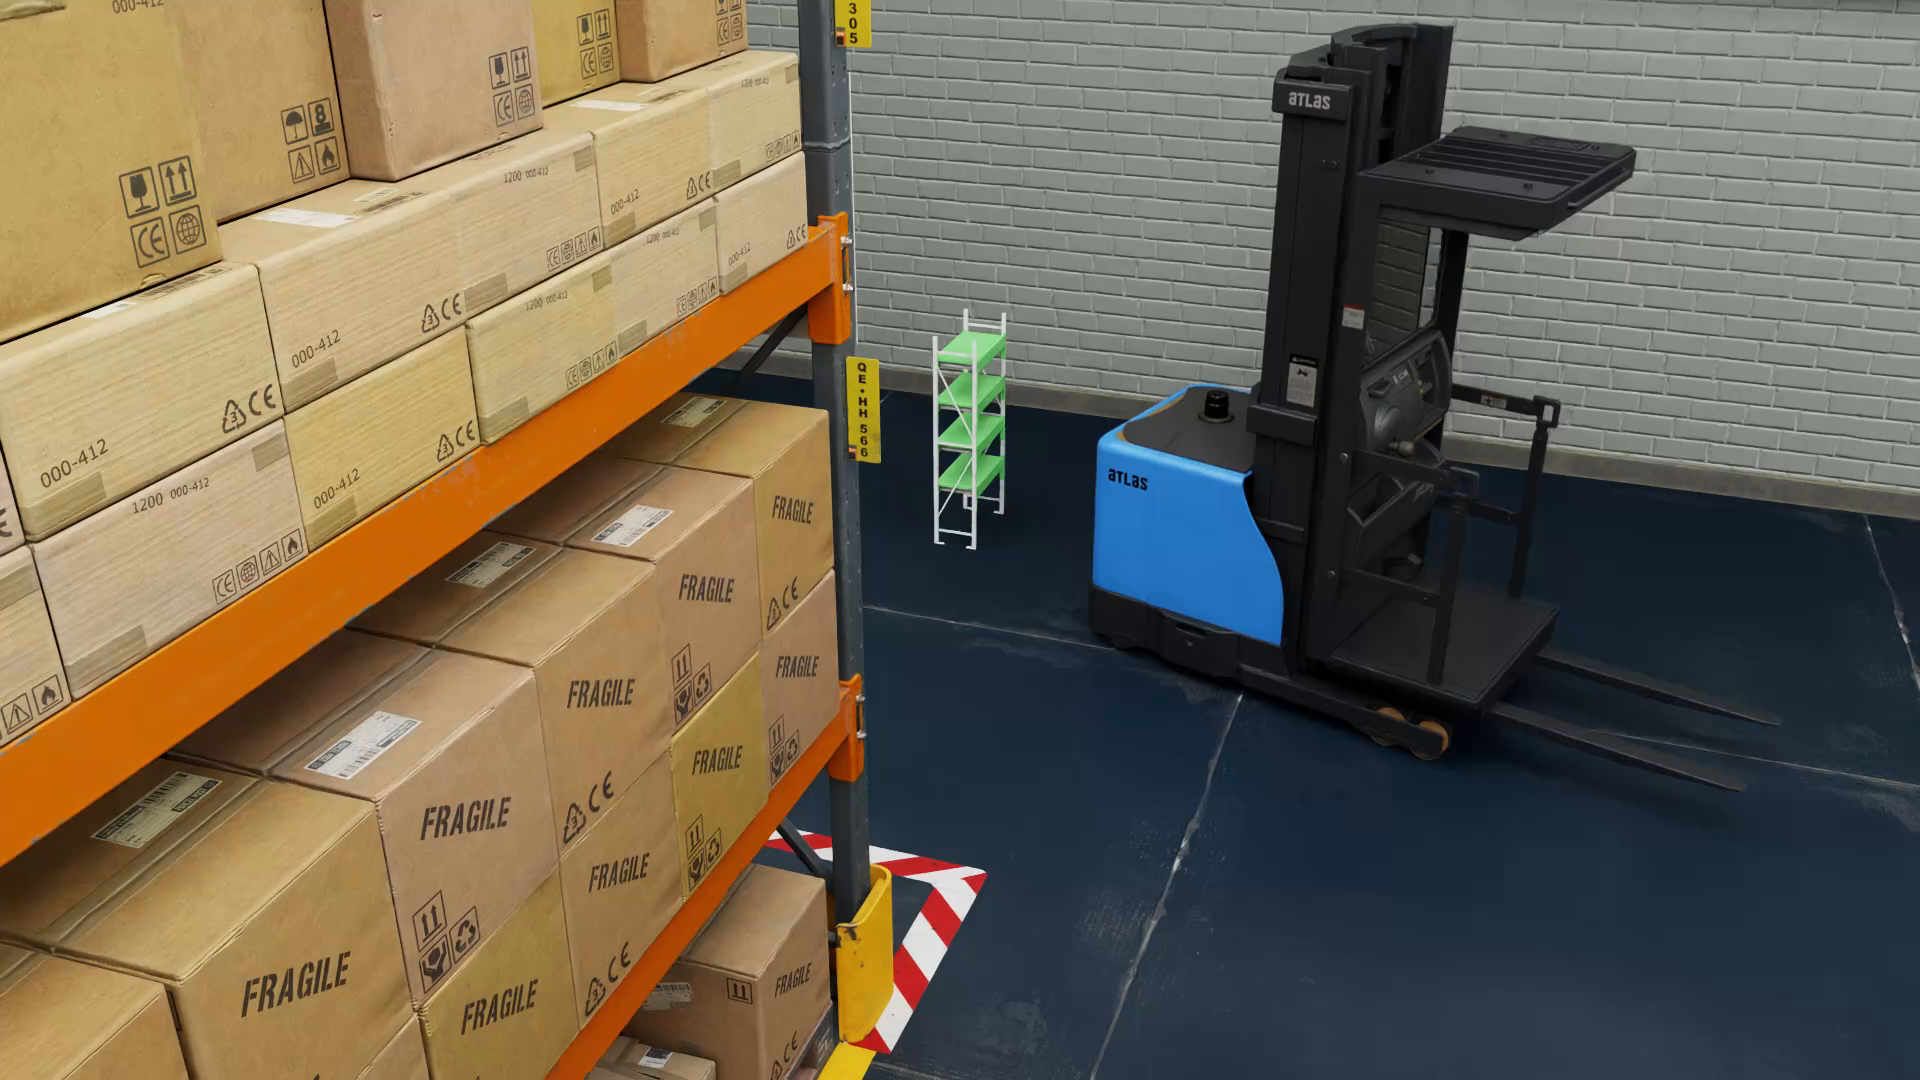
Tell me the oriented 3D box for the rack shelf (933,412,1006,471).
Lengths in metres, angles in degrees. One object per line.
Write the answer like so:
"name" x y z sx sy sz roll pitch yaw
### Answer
"rack shelf" 0.055 -0.551 9.157 0.258 0.148 0.480 9 27 17

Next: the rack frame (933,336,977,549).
"rack frame" -0.026 -0.508 8.922 0.240 1.200 0.015 9 27 17

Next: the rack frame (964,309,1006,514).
"rack frame" 0.136 -0.708 9.336 0.240 1.200 0.015 9 27 17

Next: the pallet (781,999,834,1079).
"pallet" -1.091 1.807 5.276 1.003 0.211 1.213 9 27 17

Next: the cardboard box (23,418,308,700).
"cardboard box" -1.399 -0.020 2.580 0.500 0.250 0.500 9 27 17

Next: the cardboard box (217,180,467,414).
"cardboard box" -1.228 -0.450 2.893 0.500 0.250 0.500 9 27 17

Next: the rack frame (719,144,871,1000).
"rack frame" -0.801 0.193 5.410 1.000 3.000 0.127 9 27 17

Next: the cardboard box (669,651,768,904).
"cardboard box" -0.863 0.585 4.485 0.500 0.500 0.500 9 27 18

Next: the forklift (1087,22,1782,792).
"forklift" 2.117 -0.621 7.169 3.031 2.935 1.130 18 31 32

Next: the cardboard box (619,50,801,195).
"cardboard box" -0.732 -1.067 4.168 0.500 0.250 0.500 9 27 17

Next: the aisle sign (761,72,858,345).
"aisle sign" -0.489 -0.961 4.810 0.394 0.787 0.004 9 27 17

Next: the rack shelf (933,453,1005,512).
"rack shelf" 0.055 -0.335 9.261 0.258 0.148 0.480 9 27 17

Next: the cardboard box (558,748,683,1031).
"cardboard box" -1.034 0.789 4.063 0.500 0.500 0.500 9 27 18

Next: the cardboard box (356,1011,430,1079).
"cardboard box" -1.370 1.205 3.204 0.500 0.500 0.500 9 27 17

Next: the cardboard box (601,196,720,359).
"cardboard box" -0.900 -0.637 3.853 0.500 0.250 0.500 9 27 17

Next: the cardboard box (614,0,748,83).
"cardboard box" -0.957 -1.439 4.076 0.700 0.500 0.500 9 27 17

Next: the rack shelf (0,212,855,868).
"rack shelf" -1.467 -0.012 3.215 1.077 0.370 4.000 9 27 17

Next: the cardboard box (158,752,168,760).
"cardboard box" -1.703 0.472 3.572 0.500 0.500 0.500 8 27 17

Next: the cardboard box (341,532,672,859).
"cardboard box" -1.025 0.342 3.840 0.500 0.500 0.500 10 27 19

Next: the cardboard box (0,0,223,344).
"cardboard box" -1.546 -0.605 2.354 0.700 0.500 0.500 9 27 17

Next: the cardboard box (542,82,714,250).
"cardboard box" -0.898 -0.861 3.743 0.500 0.250 0.500 9 27 17

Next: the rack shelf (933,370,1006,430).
"rack shelf" 0.055 -0.767 9.052 0.258 0.148 0.480 9 27 17

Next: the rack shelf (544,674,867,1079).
"rack shelf" -1.467 1.338 3.869 1.077 0.370 4.000 9 27 17

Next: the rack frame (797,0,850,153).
"rack frame" -0.801 -2.507 4.103 1.000 3.000 0.127 9 27 17

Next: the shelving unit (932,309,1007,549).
"shelving unit" 0.055 -0.608 9.129 0.258 1.200 0.503 9 27 17

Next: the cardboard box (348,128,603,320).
"cardboard box" -1.068 -0.656 3.320 0.500 0.250 0.500 9 27 17

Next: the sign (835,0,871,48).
"sign" -0.284 -1.467 4.380 0.100 0.325 0.005 9 27 17

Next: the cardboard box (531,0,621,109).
"cardboard box" -1.203 -1.246 3.677 0.700 0.500 0.500 9 27 17

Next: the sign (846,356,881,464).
"sign" -0.284 -0.382 4.905 0.100 0.325 0.005 9 27 17

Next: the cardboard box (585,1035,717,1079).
"cardboard box" -0.969 1.682 5.079 0.380 0.166 0.250 9 27 17

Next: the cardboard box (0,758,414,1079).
"cardboard box" -1.367 0.765 2.965 0.500 0.500 0.500 8 27 16

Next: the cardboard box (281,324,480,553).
"cardboard box" -1.236 -0.226 3.005 0.500 0.250 0.500 9 27 17

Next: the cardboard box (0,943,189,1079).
"cardboard box" -1.539 0.977 2.529 0.500 0.500 0.500 8 27 16

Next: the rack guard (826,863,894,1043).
"rack guard" -0.826 1.349 5.890 1.175 0.500 0.348 9 27 17

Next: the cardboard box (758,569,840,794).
"cardboard box" -0.693 0.371 4.926 0.500 0.500 0.500 10 27 19

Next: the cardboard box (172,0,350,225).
"cardboard box" -1.523 -0.833 2.824 0.700 0.500 0.500 9 27 17

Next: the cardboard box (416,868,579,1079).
"cardboard box" -1.202 0.996 3.636 0.500 0.500 0.500 8 27 17

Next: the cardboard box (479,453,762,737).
"cardboard box" -0.857 0.128 4.281 0.500 0.500 0.500 10 27 19

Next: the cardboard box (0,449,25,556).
"cardboard box" -1.571 -0.041 2.048 0.500 0.250 0.500 9 27 17

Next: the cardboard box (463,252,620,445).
"cardboard box" -1.054 -0.429 3.425 0.500 0.250 0.500 9 27 17

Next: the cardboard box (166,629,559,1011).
"cardboard box" -1.196 0.553 3.404 0.500 0.500 0.500 10 27 19

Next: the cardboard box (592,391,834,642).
"cardboard box" -0.690 -0.080 4.710 0.500 0.500 0.500 9 27 17

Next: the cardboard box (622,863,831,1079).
"cardboard box" -0.750 1.379 5.323 0.500 0.500 0.500 9 27 17

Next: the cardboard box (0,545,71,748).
"cardboard box" -1.567 0.185 2.156 0.500 0.250 0.500 9 27 17

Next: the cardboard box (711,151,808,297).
"cardboard box" -0.723 -0.840 4.274 0.500 0.250 0.500 9 27 17

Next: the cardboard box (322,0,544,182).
"cardboard box" -1.268 -1.025 3.220 0.700 0.500 0.500 9 27 17

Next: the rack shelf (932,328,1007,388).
"rack shelf" 0.055 -0.983 8.948 0.258 0.148 0.480 9 27 17

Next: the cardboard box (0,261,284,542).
"cardboard box" -1.394 -0.244 2.469 0.500 0.250 0.500 9 27 17
